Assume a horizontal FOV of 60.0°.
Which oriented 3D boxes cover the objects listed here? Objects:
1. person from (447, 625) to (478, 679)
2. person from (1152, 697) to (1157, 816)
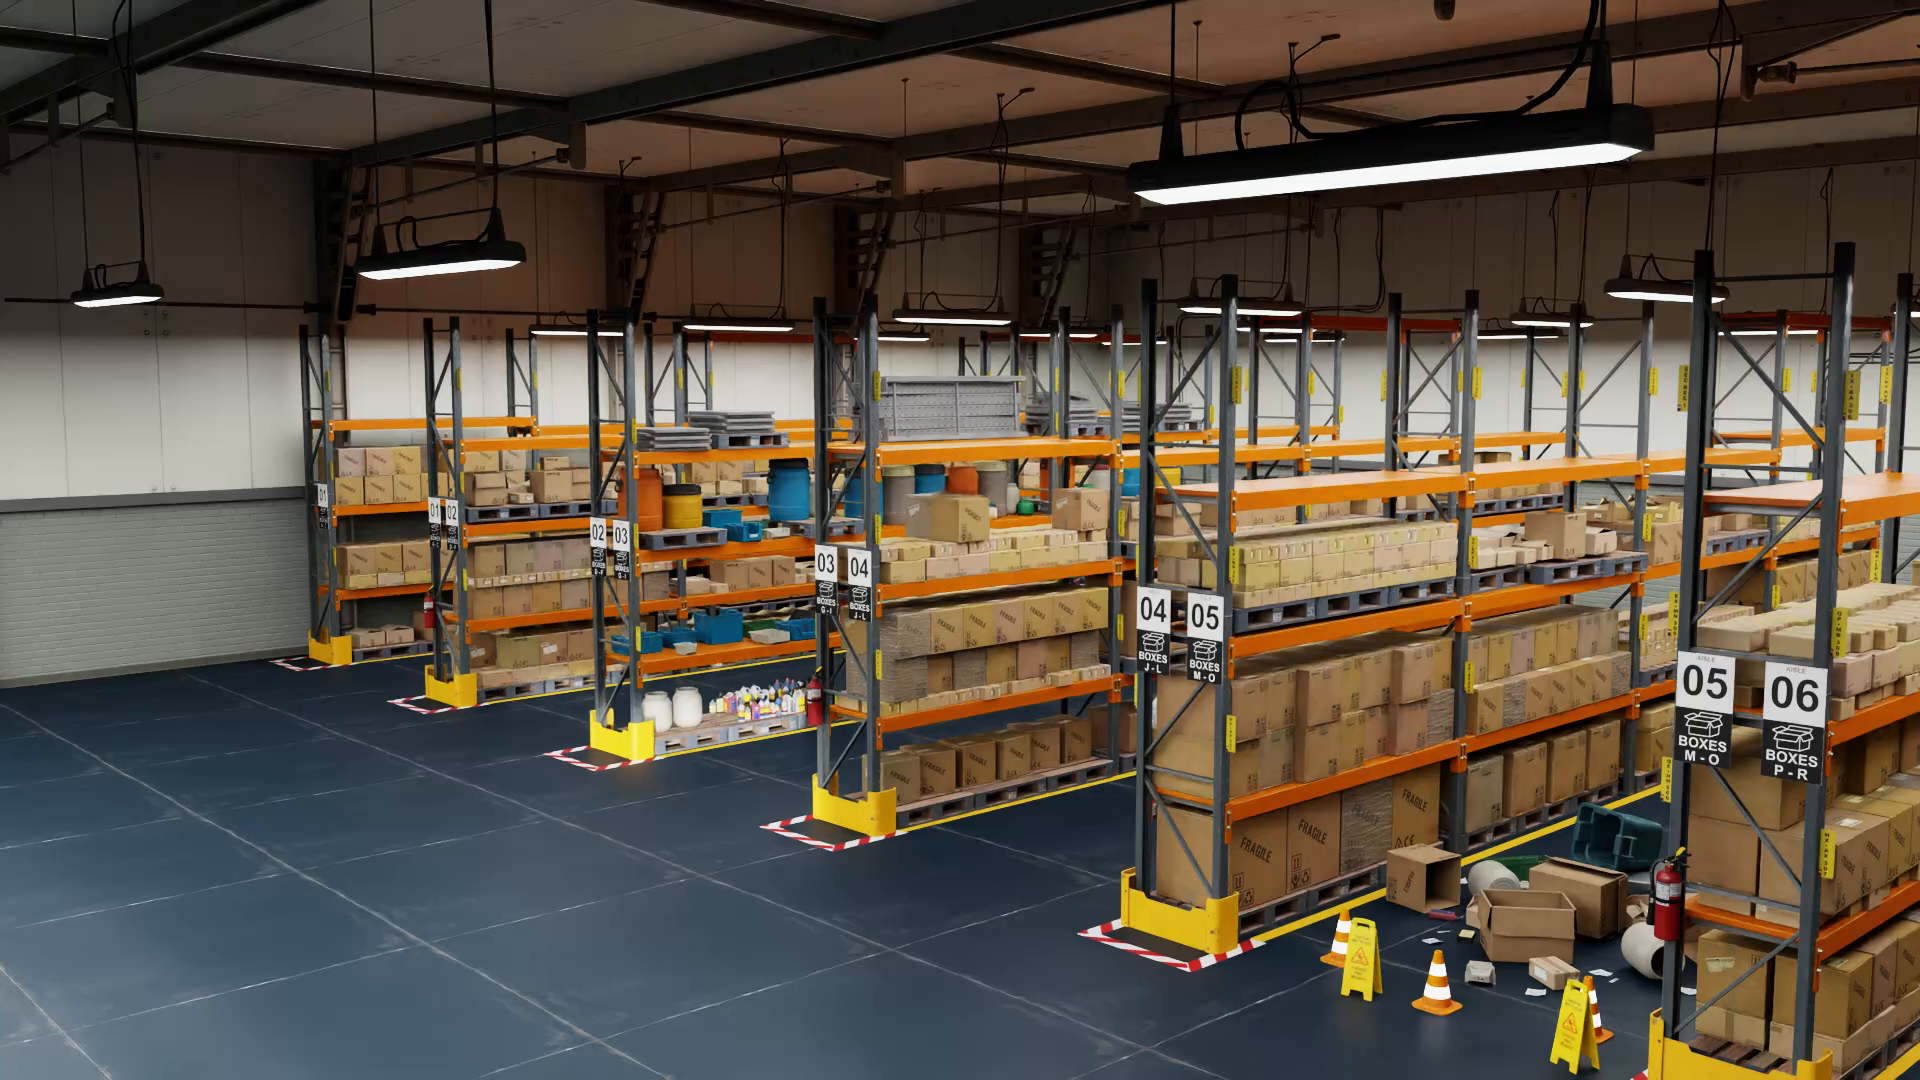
[{"bbox_3d":[-8.301,1.510,28.097,0.516,1.633,0.909,4,7,33],"label":"person"},{"bbox_3d":[2.405,2.367,19.472,0.456,1.624,1.081,2,6,21],"label":"person"}]
